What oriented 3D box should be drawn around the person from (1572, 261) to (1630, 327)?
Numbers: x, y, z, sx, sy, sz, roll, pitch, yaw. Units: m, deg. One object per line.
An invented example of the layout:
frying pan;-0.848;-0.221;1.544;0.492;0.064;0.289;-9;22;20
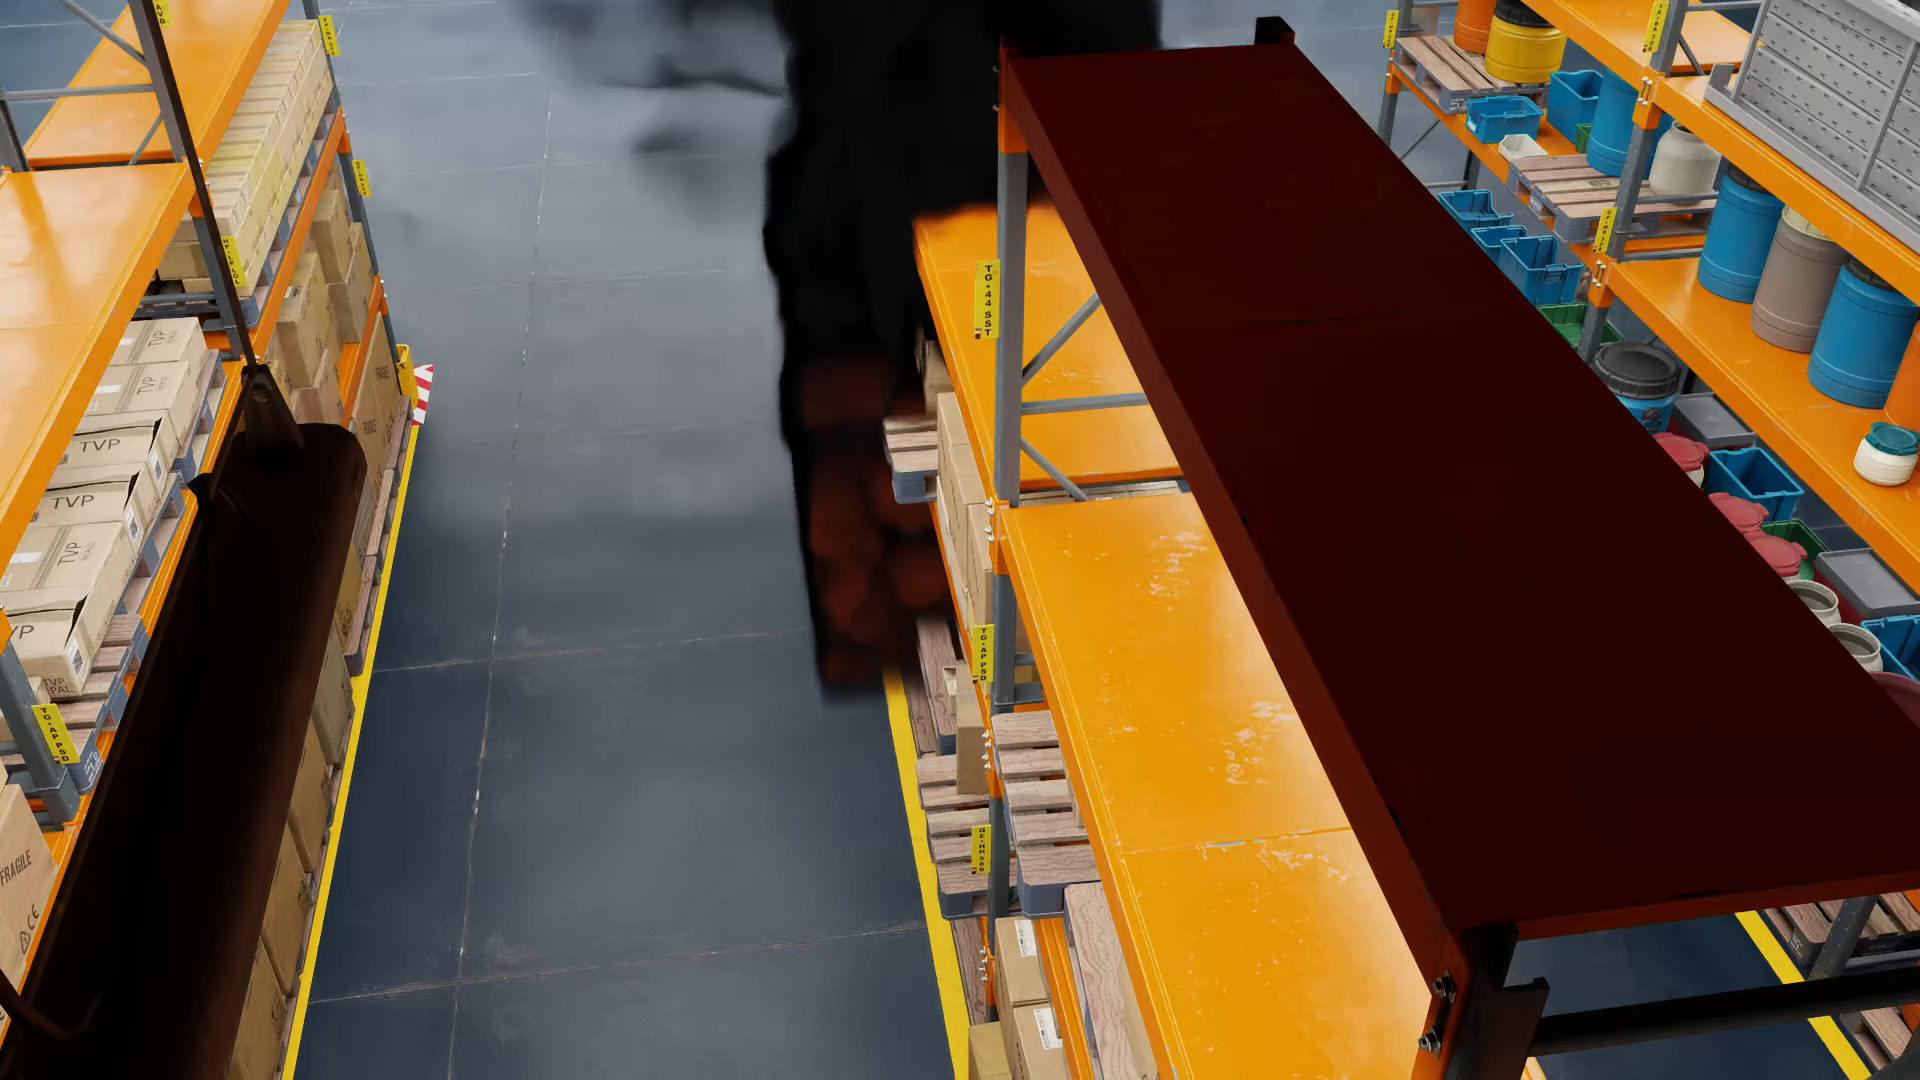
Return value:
person;5.882;-2.309;15.237;0.538;1.605;0.877;-11;38;-15
